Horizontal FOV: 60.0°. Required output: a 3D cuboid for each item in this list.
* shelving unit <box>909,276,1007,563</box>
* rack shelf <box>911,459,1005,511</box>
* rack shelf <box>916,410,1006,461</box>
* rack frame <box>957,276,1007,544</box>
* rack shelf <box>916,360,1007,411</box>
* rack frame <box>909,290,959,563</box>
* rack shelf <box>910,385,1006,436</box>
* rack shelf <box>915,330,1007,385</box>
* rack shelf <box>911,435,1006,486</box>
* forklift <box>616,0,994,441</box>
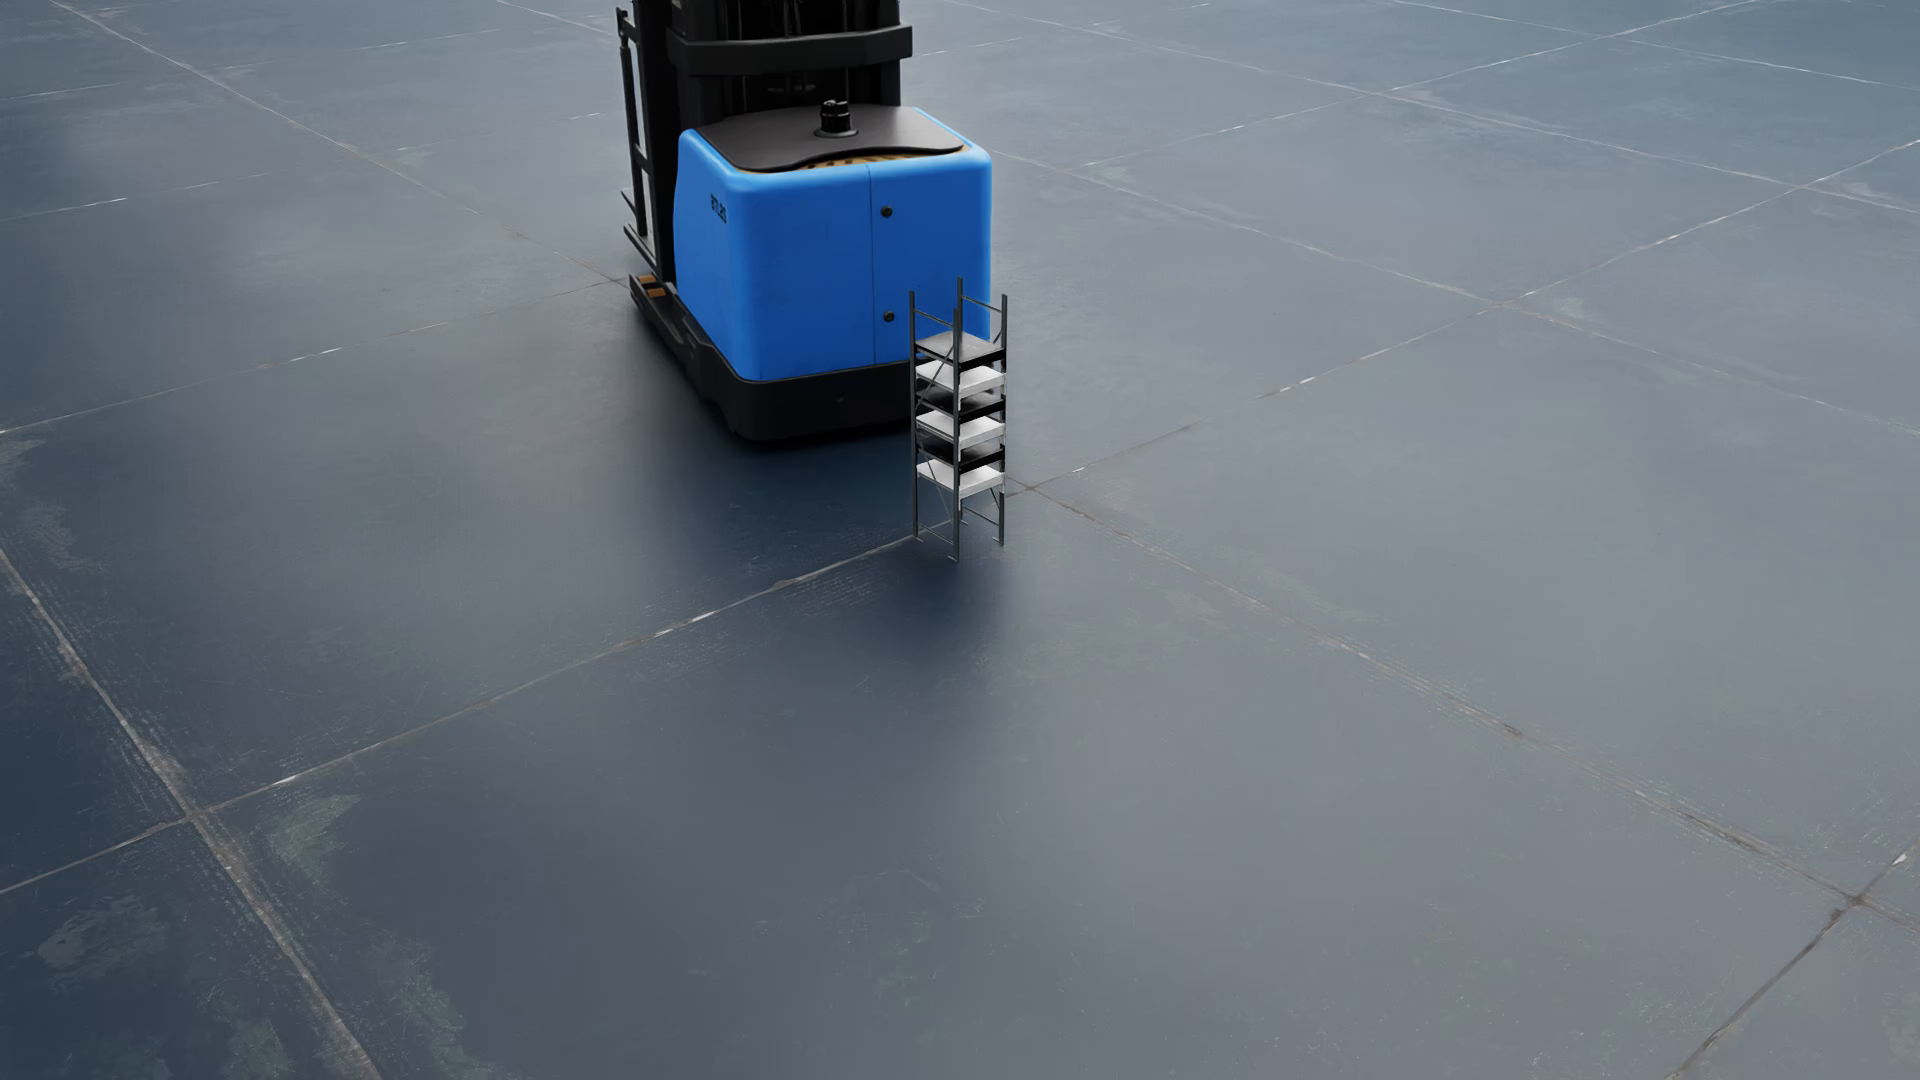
[{"bbox_3d":[-0.006,-0.394,5.533,0.210,0.900,0.258,-22,35,-35],"label":"shelving unit"},{"bbox_3d":[-0.006,-0.206,5.634,0.200,0.077,0.258,-22,35,-35],"label":"rack shelf"},{"bbox_3d":[-0.006,-0.365,5.549,0.200,0.077,0.258,-22,35,-35],"label":"rack shelf"},{"bbox_3d":[0.071,-0.426,5.591,0.006,0.900,0.240,-22,35,-35],"label":"rack frame"},{"bbox_3d":[-0.006,-0.524,5.464,0.200,0.077,0.258,-22,35,-35],"label":"rack shelf"},{"bbox_3d":[-0.084,-0.363,5.475,0.006,0.900,0.240,-22,35,-35],"label":"rack frame"},{"bbox_3d":[-0.006,-0.444,5.507,0.200,0.077,0.258,-22,35,-35],"label":"rack shelf"},{"bbox_3d":[-0.006,-0.603,5.422,0.200,0.077,0.258,-22,35,-35],"label":"rack shelf"},{"bbox_3d":[-0.006,-0.286,5.591,0.200,0.077,0.258,-22,35,-35],"label":"rack shelf"},{"bbox_3d":[-0.890,-2.342,7.022,1.130,2.935,3.031,-11,30,-19],"label":"forklift"}]
